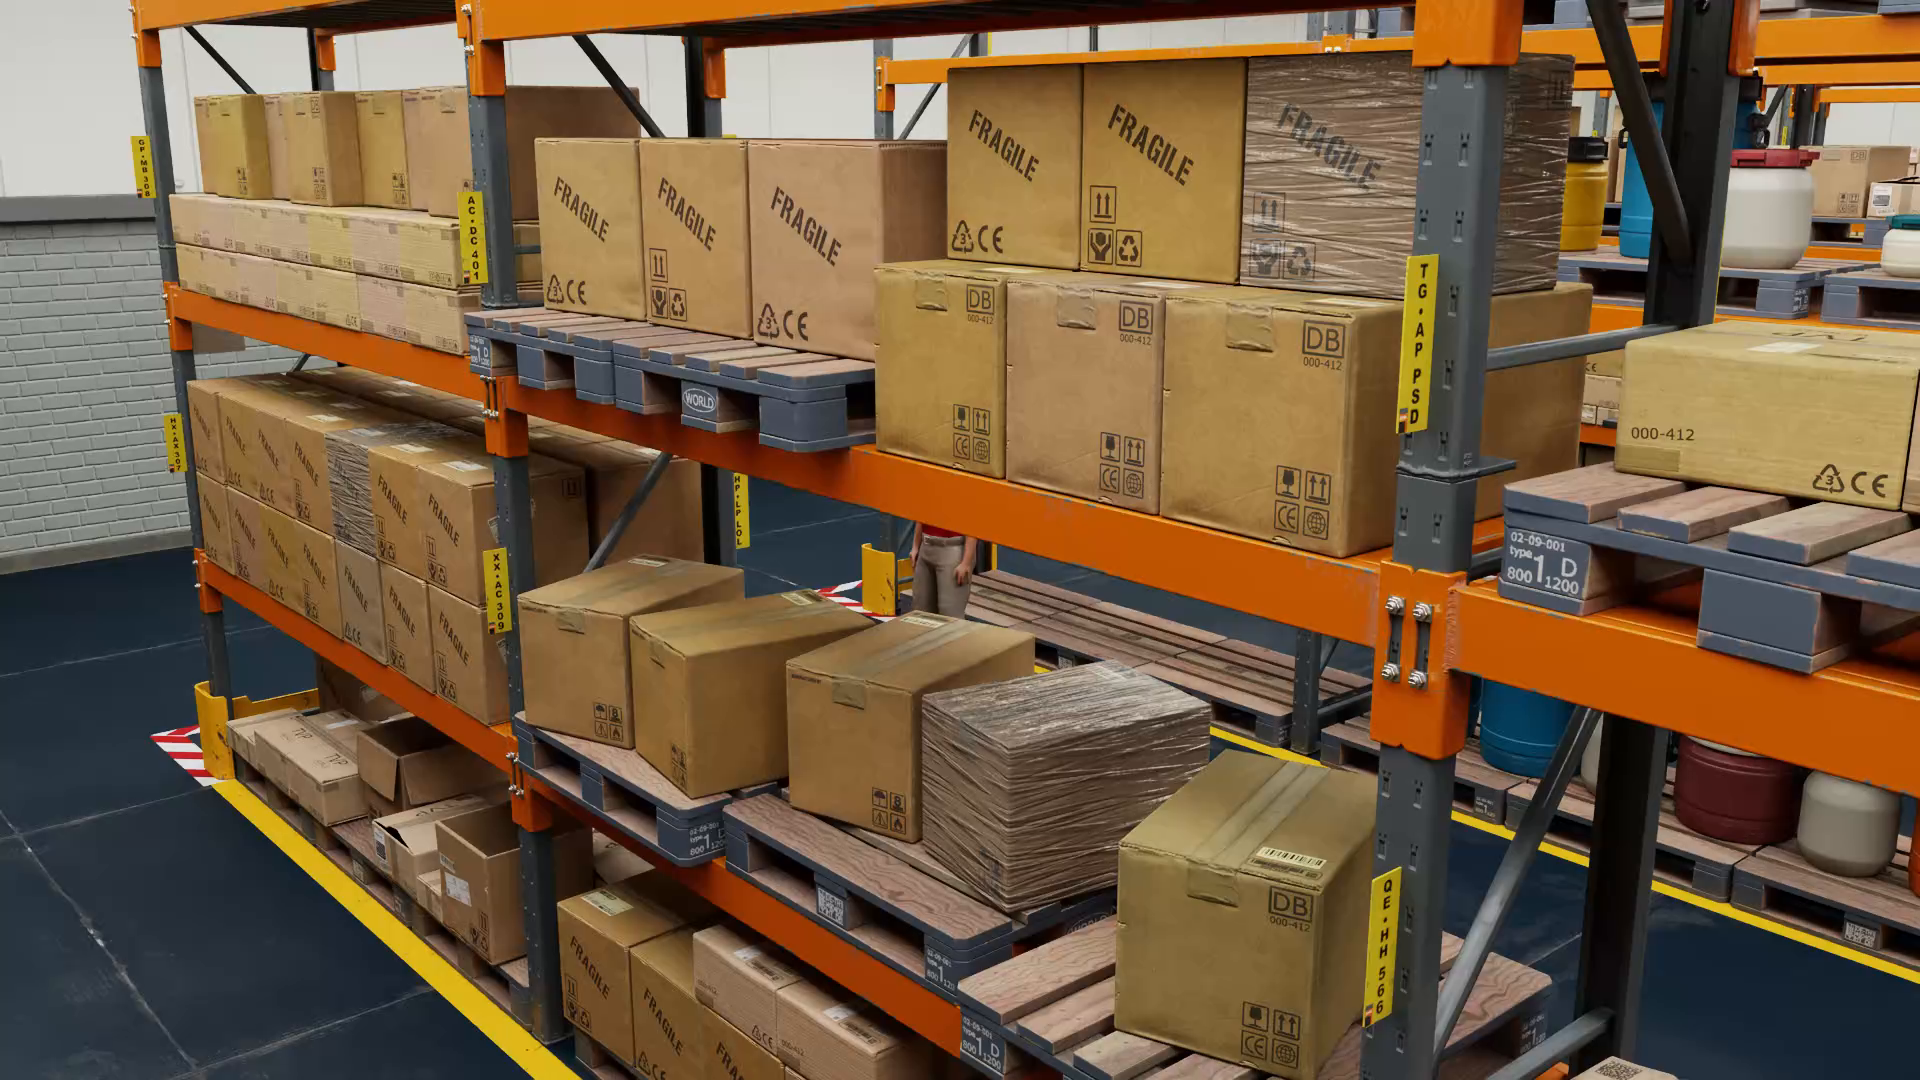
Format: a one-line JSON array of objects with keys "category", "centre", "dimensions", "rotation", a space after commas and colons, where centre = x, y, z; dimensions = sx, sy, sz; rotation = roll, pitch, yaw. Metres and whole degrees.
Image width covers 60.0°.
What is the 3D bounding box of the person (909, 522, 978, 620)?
[{"category": "person", "centre": [-0.119, 0.121, 11.048], "dimensions": [0.396, 1.726, 0.584], "rotation": [-12, 18, -40]}]
